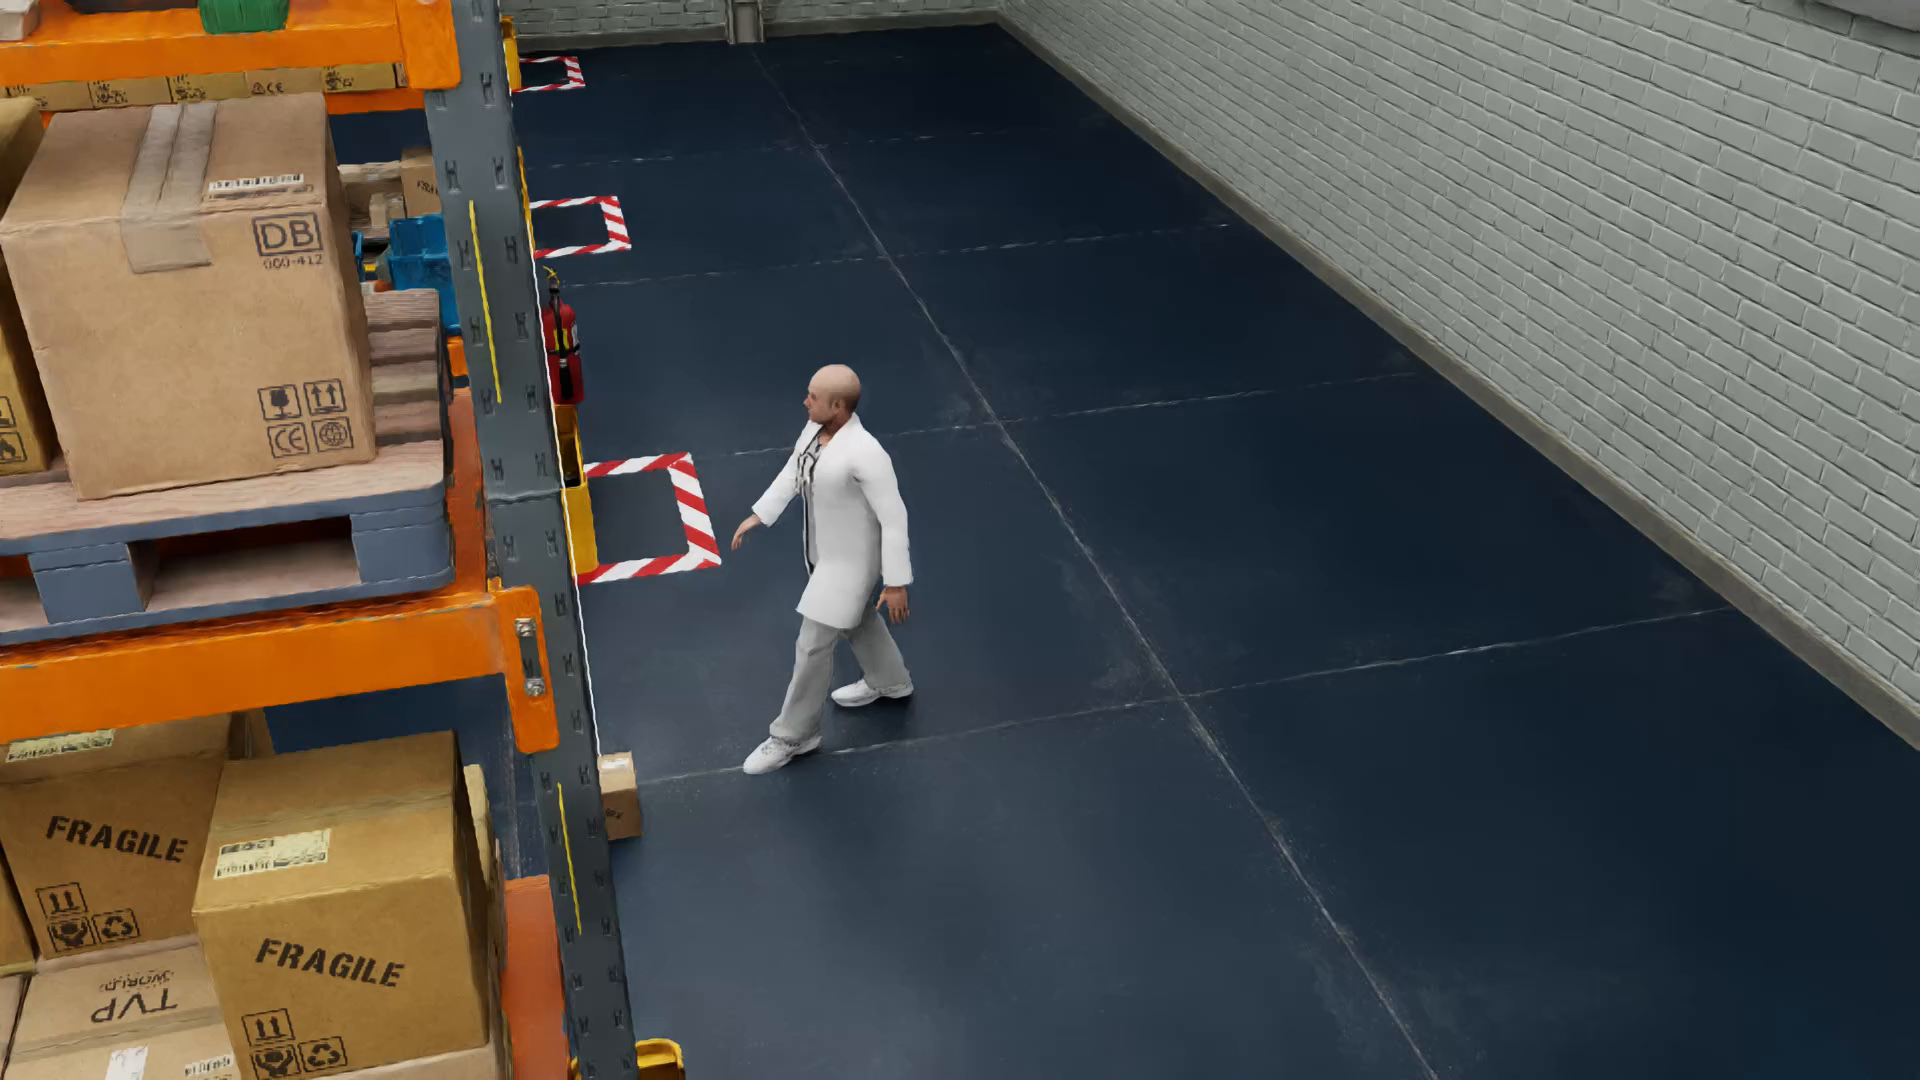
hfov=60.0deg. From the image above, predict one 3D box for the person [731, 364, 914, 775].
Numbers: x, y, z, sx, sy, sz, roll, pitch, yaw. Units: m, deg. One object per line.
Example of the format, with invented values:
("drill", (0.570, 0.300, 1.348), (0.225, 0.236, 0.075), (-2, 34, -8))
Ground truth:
("person", (-0.568, 0.106, 6.986), (0.913, 1.772, 0.777), (-15, 33, -24))
